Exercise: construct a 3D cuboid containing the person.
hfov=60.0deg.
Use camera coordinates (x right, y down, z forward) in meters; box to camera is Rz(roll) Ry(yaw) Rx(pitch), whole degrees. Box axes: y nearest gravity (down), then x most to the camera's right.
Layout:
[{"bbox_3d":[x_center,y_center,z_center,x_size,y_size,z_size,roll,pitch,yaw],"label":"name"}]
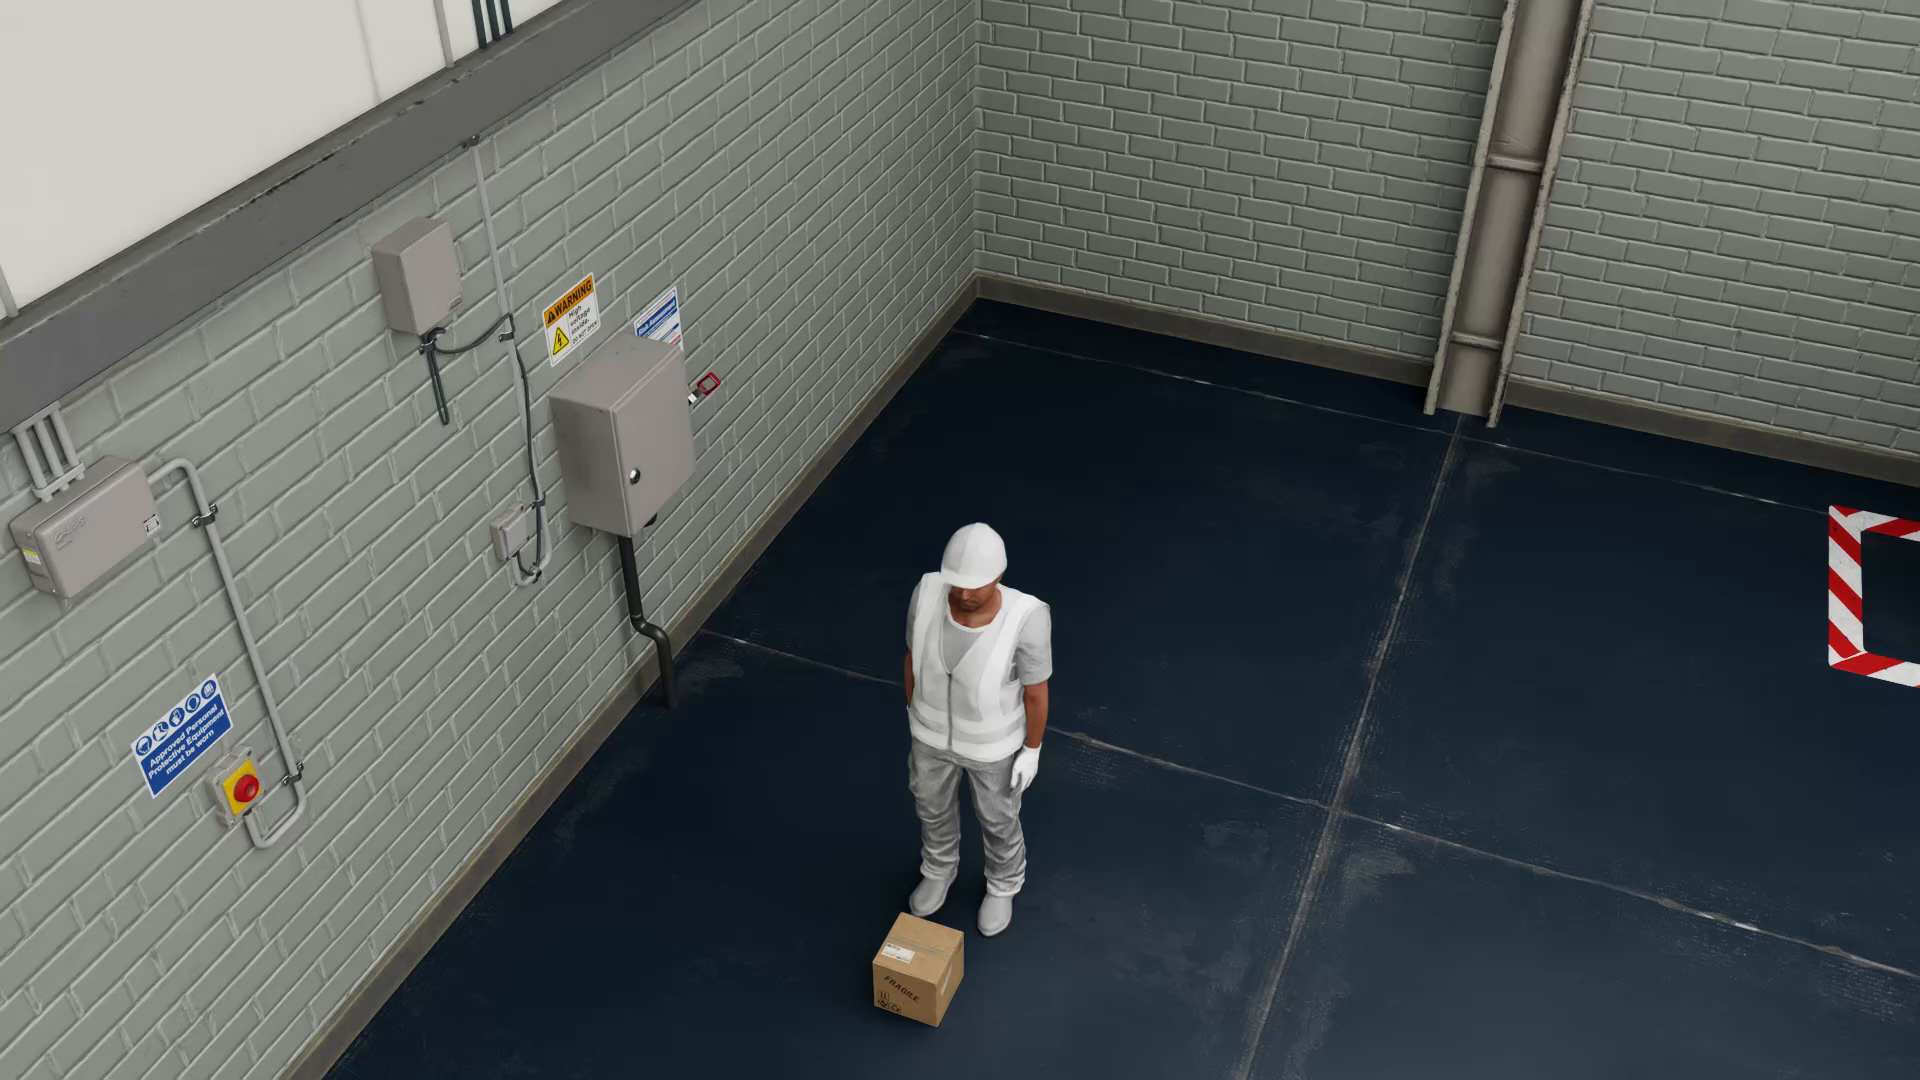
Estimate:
[{"bbox_3d":[0.044,0.685,5.903,0.547,1.781,0.367,15,40,19],"label":"person"}]
